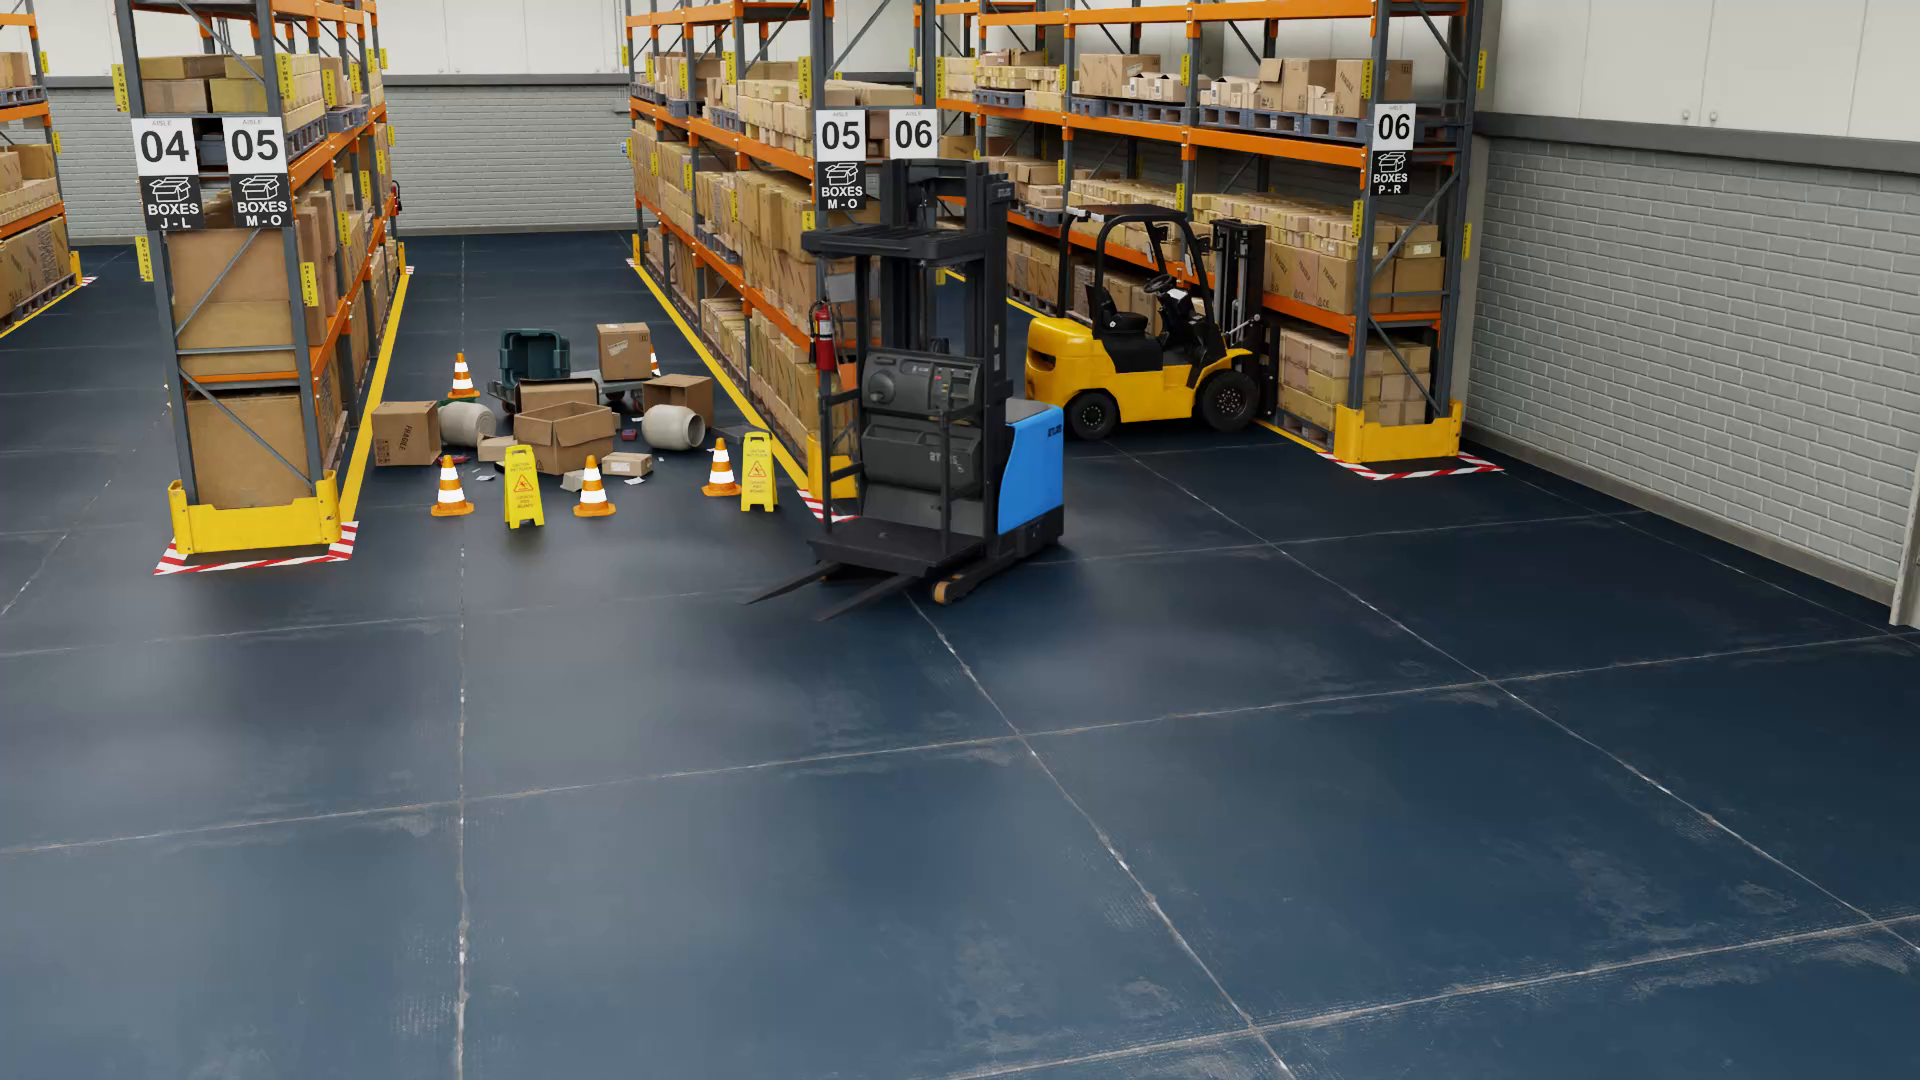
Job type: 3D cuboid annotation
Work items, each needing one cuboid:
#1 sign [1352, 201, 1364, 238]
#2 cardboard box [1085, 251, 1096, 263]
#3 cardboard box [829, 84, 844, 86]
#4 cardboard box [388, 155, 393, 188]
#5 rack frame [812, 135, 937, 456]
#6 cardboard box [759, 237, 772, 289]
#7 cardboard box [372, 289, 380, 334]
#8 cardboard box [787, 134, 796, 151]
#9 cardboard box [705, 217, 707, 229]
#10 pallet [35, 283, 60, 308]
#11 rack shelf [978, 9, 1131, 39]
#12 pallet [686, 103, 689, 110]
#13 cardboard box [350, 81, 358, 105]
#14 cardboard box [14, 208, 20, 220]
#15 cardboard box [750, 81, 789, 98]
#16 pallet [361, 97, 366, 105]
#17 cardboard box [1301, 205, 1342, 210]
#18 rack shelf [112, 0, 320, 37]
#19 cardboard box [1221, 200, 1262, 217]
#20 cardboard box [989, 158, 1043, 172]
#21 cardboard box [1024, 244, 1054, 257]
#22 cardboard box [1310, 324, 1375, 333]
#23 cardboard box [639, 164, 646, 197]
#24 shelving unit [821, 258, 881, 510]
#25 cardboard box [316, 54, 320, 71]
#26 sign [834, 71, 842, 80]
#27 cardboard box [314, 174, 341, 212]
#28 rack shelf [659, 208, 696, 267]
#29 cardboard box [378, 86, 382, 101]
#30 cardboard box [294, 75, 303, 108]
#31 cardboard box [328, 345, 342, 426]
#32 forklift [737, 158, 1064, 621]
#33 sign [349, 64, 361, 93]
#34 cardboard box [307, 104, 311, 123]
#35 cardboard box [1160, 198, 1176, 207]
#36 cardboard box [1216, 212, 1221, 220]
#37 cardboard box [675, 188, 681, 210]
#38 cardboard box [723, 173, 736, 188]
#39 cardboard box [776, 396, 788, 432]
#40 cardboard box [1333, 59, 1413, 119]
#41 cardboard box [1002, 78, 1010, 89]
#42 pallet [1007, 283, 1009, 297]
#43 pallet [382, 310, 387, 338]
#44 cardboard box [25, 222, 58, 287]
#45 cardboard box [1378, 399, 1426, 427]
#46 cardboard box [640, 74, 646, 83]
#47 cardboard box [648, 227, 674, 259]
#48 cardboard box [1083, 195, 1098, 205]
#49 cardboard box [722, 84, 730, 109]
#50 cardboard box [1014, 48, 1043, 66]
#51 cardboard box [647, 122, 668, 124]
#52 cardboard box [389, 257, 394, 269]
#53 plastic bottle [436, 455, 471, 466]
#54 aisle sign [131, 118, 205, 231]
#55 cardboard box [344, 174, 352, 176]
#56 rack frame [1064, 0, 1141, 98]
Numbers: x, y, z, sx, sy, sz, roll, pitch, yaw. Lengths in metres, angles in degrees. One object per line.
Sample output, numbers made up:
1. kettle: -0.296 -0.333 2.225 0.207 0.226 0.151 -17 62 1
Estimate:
1. sign: 3.555 -2.866 14.854 0.100 0.325 0.005 -5 17 -15
2. cardboard box: 1.991 -4.009 23.571 0.380 0.149 0.250 -4 17 -14
3. cardboard box: -0.981 -4.079 15.155 0.380 0.149 0.250 -4 17 -14
4. cardboard box: -9.449 -5.936 26.809 0.500 0.500 0.500 -4 17 -14
5. rack frame: -0.691 -1.843 13.875 1.000 3.000 0.127 -5 17 -15
6. cardboard box: -1.652 -2.720 16.101 0.500 0.500 0.500 -5 17 -16
7. cardboard box: -7.570 -2.857 20.864 0.500 0.500 0.500 -5 18 -18
8. cardboard box: -1.318 -3.519 14.676 0.380 0.149 0.250 -5 17 -16
9. cardboard box: -2.903 -3.872 20.336 0.380 0.149 0.250 -6 18 -19
10. pallet: -13.990 -3.598 24.564 1.003 0.211 1.213 -5 17 -15
11. rack shelf: 1.332 -7.340 23.691 1.077 0.370 4.000 -5 17 -15
12. pallet: -3.690 -6.258 23.690 0.805 0.209 1.217 -5 18 -17
13. cardboard box: -7.522 -5.300 19.996 0.500 0.500 0.500 -5 17 -15
14. cardboard box: -13.498 -4.585 23.439 0.380 0.149 0.250 -5 17 -17
15. cardboard box: -1.808 -4.317 15.946 0.380 0.149 0.250 -5 17 -16
16. pallet: -8.365 -5.624 21.574 1.213 0.211 1.003 -5 17 -15
17. cardboard box: 3.720 -3.351 17.074 0.380 0.149 0.250 -4 17 -14
18. rack shelf: -5.972 -4.314 13.619 1.077 0.370 4.000 -5 17 -15
19. cardboard box: 2.993 -3.518 17.632 0.380 0.149 0.250 -4 17 -14
20. cardboard box: 0.843 -5.510 25.179 0.700 0.500 0.500 -5 17 -15
21. cardboard box: 1.165 -4.250 24.374 0.380 0.149 0.250 -6 18 -18
22. cardboard box: 3.862 -2.025 16.791 0.500 0.250 0.500 -5 17 -16
23. cardboard box: -4.944 -5.882 27.145 0.500 0.500 0.500 -5 17 -16
24. shelving unit: -0.666 -1.224 13.205 0.503 2.100 0.431 -7 9 7
25. cardboard box: -6.115 -4.402 15.325 0.380 0.149 0.250 -5 17 -16
26. sign: -1.271 -4.679 17.202 0.100 0.325 0.005 -5 17 -15
27. cardboard box: -7.224 -3.757 18.334 0.700 0.500 0.500 -5 17 -16
28. rack shelf: -3.439 -4.265 23.187 1.077 0.370 4.000 -5 17 -15
29. cardboard box: -9.170 -6.831 25.525 0.500 0.250 0.500 -4 17 -13
30. cardboard box: -5.589 -3.614 13.395 0.500 0.250 0.500 -5 17 -16
31. cardboard box: -6.416 -1.535 15.810 0.875 0.875 0.875 -4 17 -14
32. forklift: -0.386 -1.105 11.536 1.130 2.935 3.031 10 19 29
33. sign: -7.085 -5.401 19.467 0.100 0.325 0.005 -5 17 -15
34. cardboard box: -5.694 -3.598 14.036 0.380 0.149 0.250 -5 17 -15
35. cardboard box: 2.569 -3.921 19.489 0.380 0.149 0.250 -5 17 -15
36. cardboard box: 2.987 -3.452 17.927 0.380 0.149 0.250 -5 17 -15
37. cardboard box: -3.572 -4.619 22.508 0.500 0.250 0.500 -5 17 -17
38. cardboard box: -2.434 -4.025 18.591 0.380 0.149 0.250 -5 18 -18
39. cardboard box: -1.456 -1.218 15.843 0.500 0.250 0.500 -5 18 -17
40. cardboard box: 3.724 -4.074 15.008 0.500 0.500 0.500 -4 17 -13
41. cardboard box: 0.826 -6.654 24.209 0.380 0.149 0.250 -4 17 -14
42. pallet: 1.043 -3.999 25.897 1.003 0.211 1.213 -5 17 -15
43. pallet: -8.166 -2.855 22.088 1.003 0.211 1.213 -5 17 -15
44. cardboard box: -14.114 -4.247 24.839 0.875 0.875 0.875 -5 17 -15
45. cardboard box: 4.133 -1.272 16.024 0.500 0.250 0.500 -5 17 -15
46. cardboard box: -5.010 -7.515 27.076 0.380 0.149 0.250 -4 17 -13
47. cardboard box: -4.811 -5.069 28.335 0.875 0.438 0.875 -5 18 -17
48. cardboard box: 1.905 -4.337 21.567 0.500 0.250 0.500 -4 17 -14
49. cardboard box: -2.363 -4.947 18.525 0.500 0.250 0.500 -4 17 -15
50. cardboard box: 1.037 -7.313 25.164 0.396 0.266 0.258 -5 17 -15
51. cardboard box: -4.943 -6.699 27.000 0.380 0.149 0.250 -5 17 -15
52. cardboard box: -8.946 -4.272 25.670 0.380 0.149 0.250 -5 17 -15
53. plastic bottle: -4.659 -0.738 15.302 0.283 0.061 0.133 -12 20 -34
54. aisle sign: -5.692 -2.626 11.961 0.394 0.787 0.004 -5 17 -15
55. cardboard box: -8.348 -4.939 22.854 0.380 0.149 0.250 -5 17 -17
56. rack frame: 1.882 -7.323 21.689 1.000 3.000 0.127 -5 17 -15
